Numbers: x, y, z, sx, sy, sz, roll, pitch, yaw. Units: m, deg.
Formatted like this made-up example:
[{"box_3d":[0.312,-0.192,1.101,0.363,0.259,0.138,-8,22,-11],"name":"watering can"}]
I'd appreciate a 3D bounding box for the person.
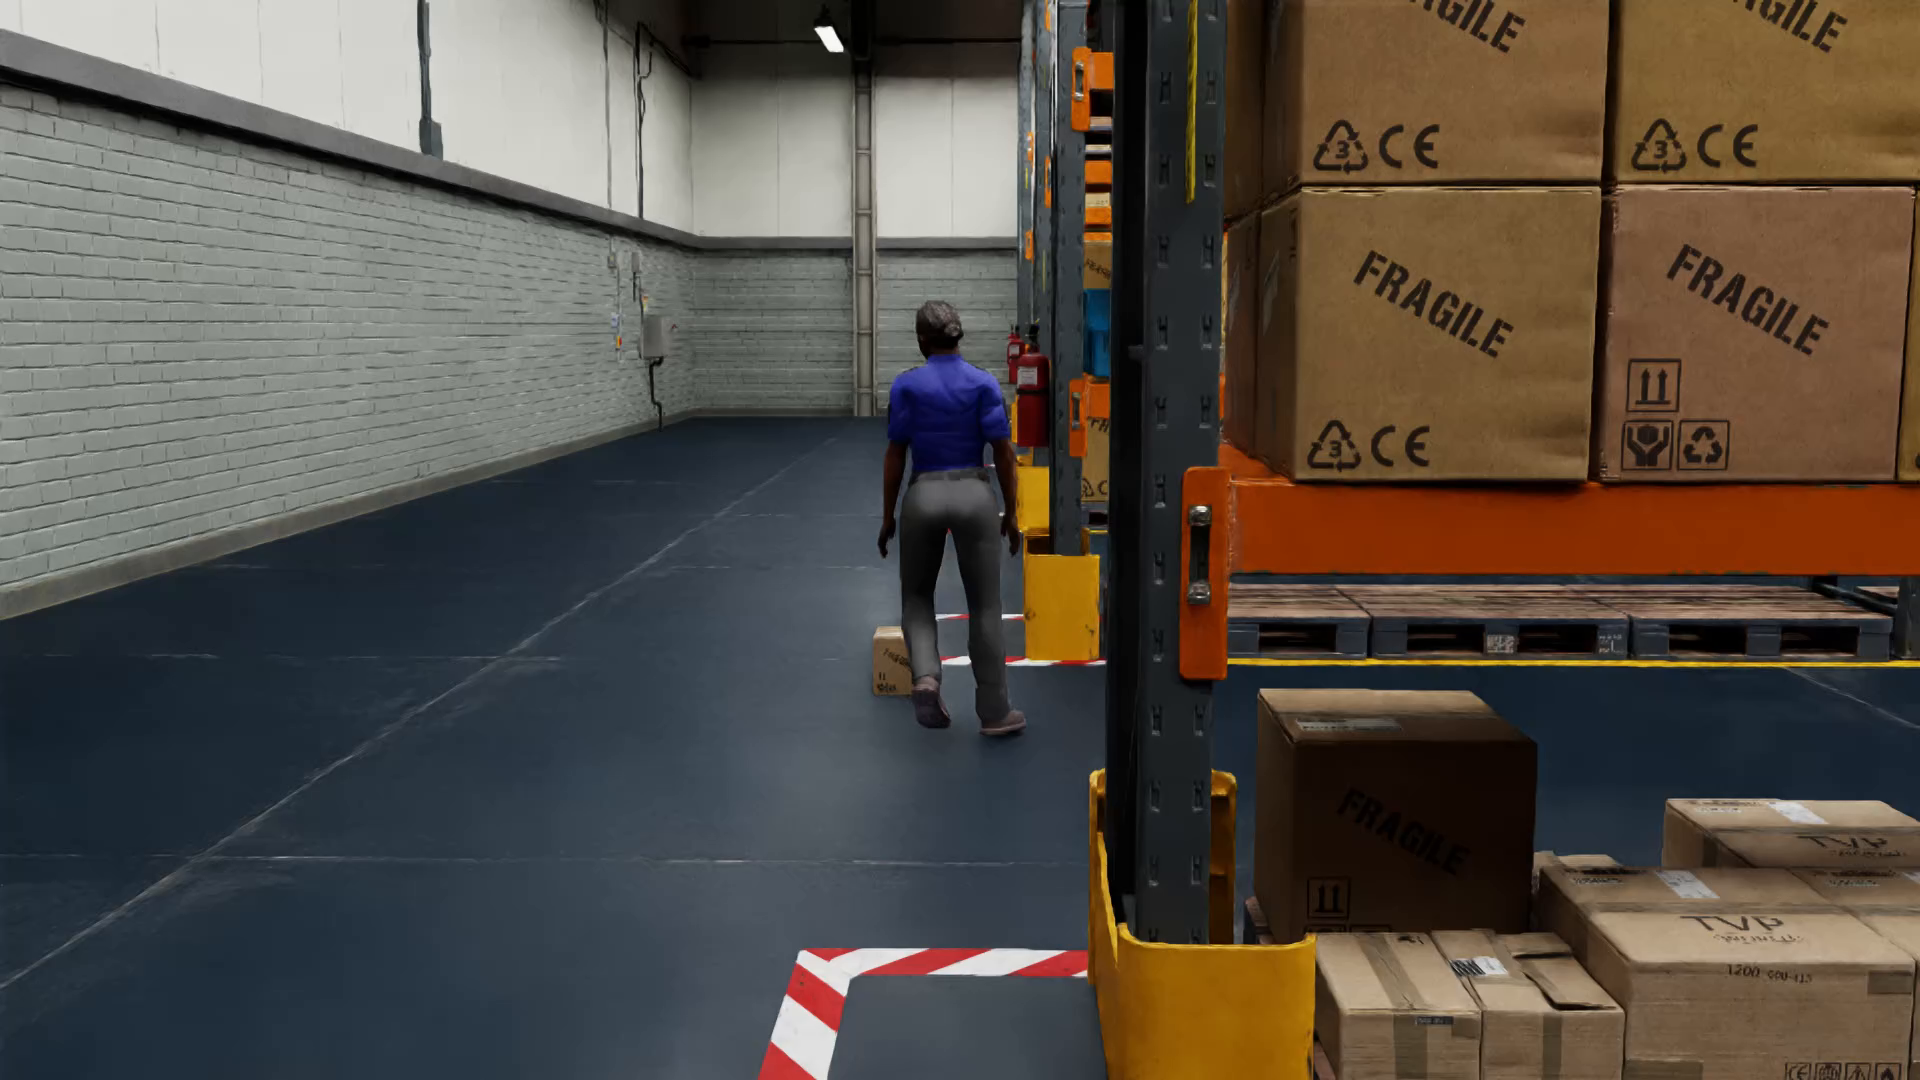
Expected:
[{"box_3d":[-0.034,-0.078,6.274,0.570,1.645,0.459,1,7,4],"name":"person"}]
